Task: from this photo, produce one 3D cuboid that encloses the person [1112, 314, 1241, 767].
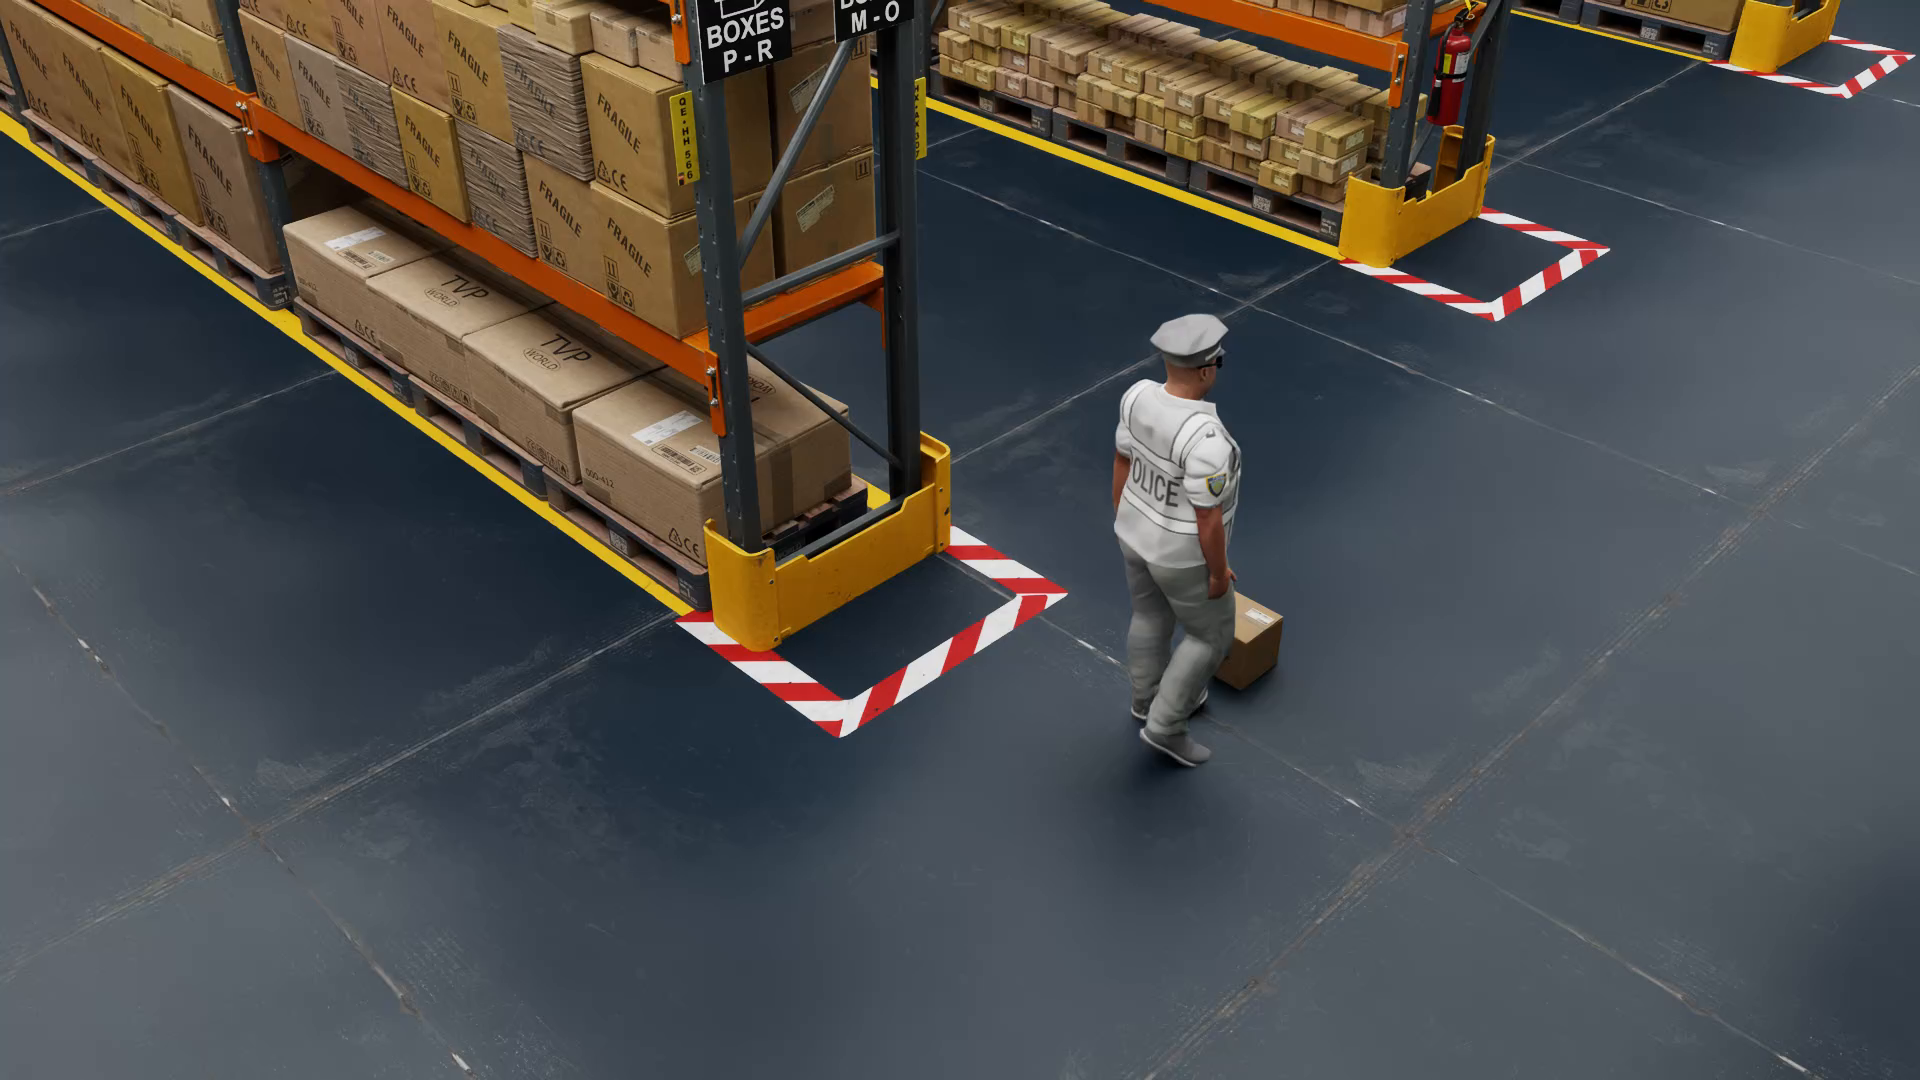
[{"bbox_3d":[0.808,0.017,6.140,0.444,1.809,0.567,-19,39,-25],"label":"person"}]
